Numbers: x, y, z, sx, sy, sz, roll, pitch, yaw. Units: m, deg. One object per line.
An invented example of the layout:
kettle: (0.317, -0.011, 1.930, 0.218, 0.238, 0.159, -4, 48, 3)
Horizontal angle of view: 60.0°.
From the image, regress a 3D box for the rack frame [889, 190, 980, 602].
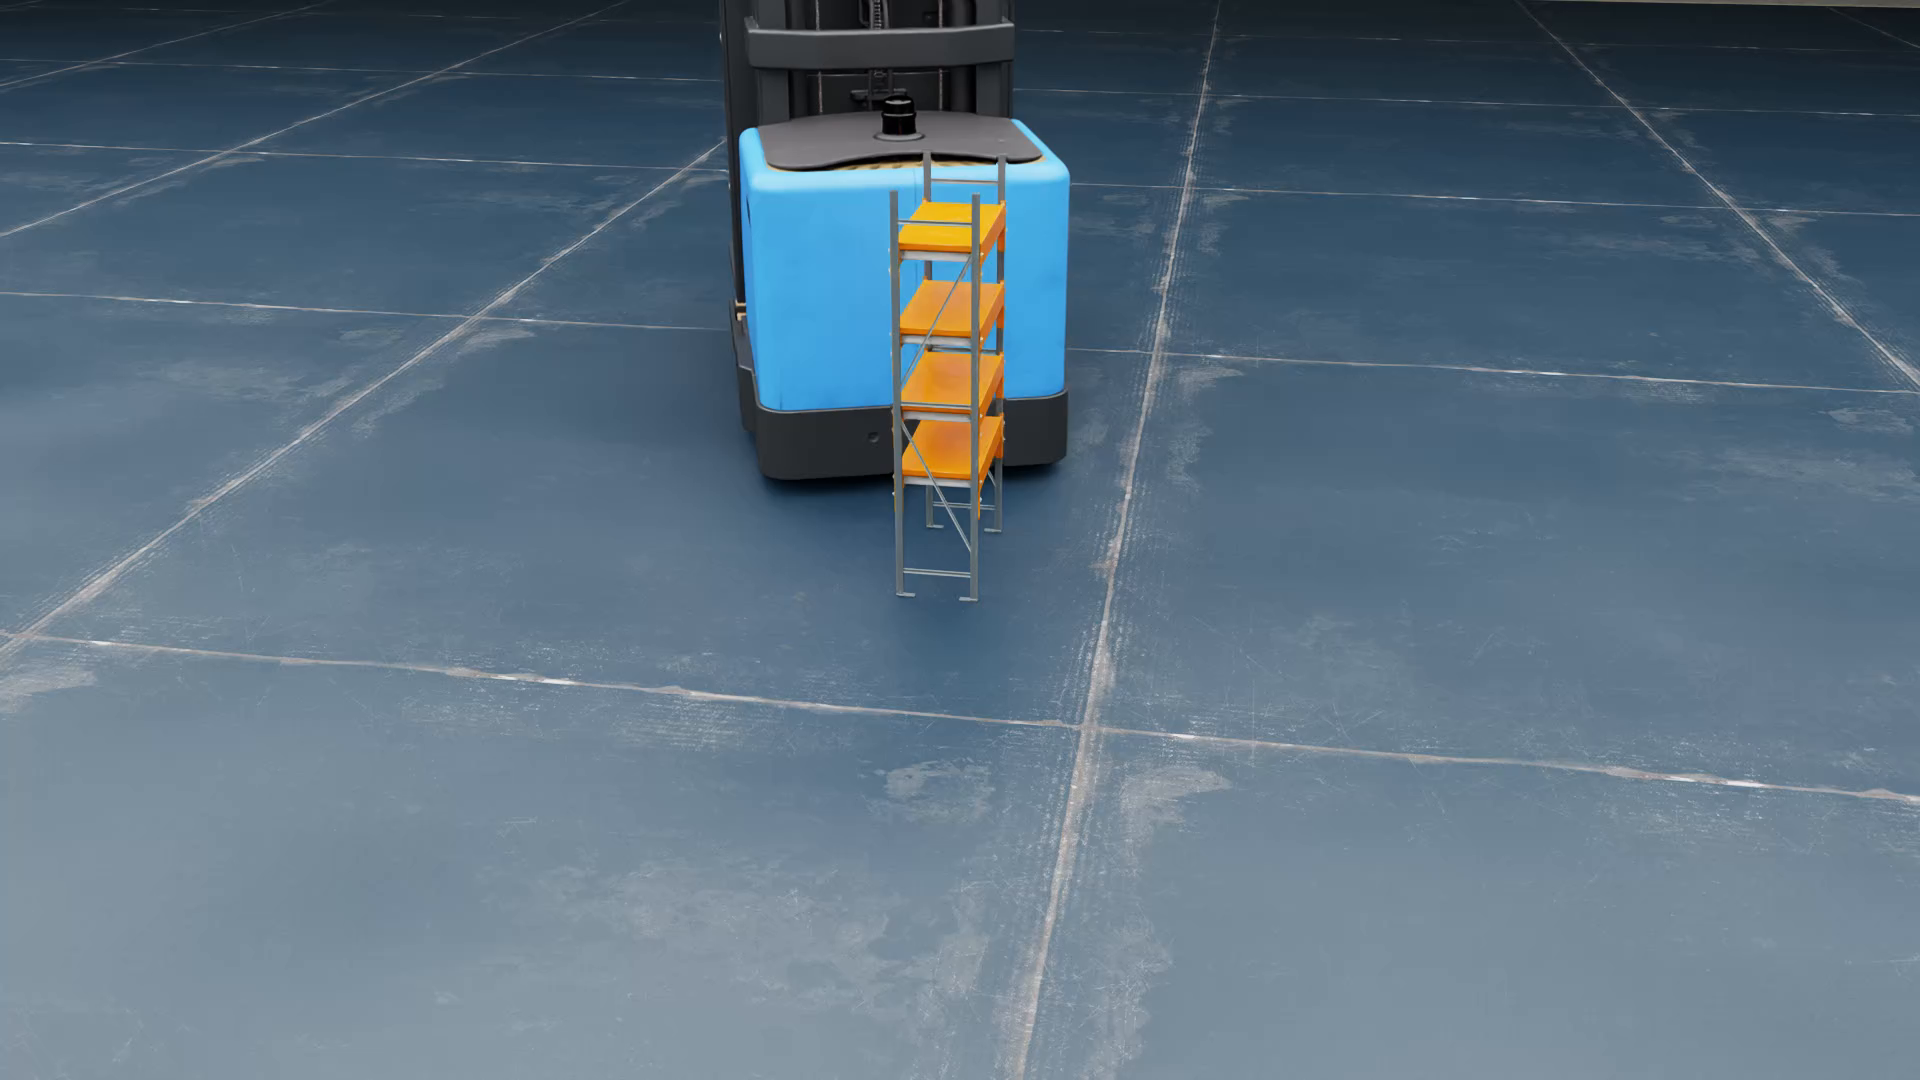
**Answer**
rack frame: (-0.067, -0.372, 4.630, 0.240, 1.200, 0.015, 4, 25, 9)

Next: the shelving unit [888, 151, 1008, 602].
shelving unit: (-0.027, -0.474, 4.848, 0.258, 1.200, 0.503, 4, 25, 9)

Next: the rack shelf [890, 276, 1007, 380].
rack shelf: (-0.027, -0.616, 4.781, 0.258, 0.148, 0.480, 4, 25, 9)

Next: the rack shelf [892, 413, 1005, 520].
rack shelf: (-0.027, -0.233, 4.960, 0.258, 0.148, 0.480, 4, 25, 9)

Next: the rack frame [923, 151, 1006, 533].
rack frame: (0.013, -0.576, 5.066, 0.240, 1.200, 0.015, 4, 25, 9)

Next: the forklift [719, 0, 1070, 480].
forklift: (-0.382, -2.123, 6.328, 1.130, 2.935, 3.031, -4, 25, -8)

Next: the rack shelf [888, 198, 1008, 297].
rack shelf: (-0.027, -0.830, 4.681, 0.258, 0.148, 0.480, 4, 25, 9)

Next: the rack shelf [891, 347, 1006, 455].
rack shelf: (-0.027, -0.413, 4.876, 0.258, 0.148, 0.480, 4, 25, 9)
